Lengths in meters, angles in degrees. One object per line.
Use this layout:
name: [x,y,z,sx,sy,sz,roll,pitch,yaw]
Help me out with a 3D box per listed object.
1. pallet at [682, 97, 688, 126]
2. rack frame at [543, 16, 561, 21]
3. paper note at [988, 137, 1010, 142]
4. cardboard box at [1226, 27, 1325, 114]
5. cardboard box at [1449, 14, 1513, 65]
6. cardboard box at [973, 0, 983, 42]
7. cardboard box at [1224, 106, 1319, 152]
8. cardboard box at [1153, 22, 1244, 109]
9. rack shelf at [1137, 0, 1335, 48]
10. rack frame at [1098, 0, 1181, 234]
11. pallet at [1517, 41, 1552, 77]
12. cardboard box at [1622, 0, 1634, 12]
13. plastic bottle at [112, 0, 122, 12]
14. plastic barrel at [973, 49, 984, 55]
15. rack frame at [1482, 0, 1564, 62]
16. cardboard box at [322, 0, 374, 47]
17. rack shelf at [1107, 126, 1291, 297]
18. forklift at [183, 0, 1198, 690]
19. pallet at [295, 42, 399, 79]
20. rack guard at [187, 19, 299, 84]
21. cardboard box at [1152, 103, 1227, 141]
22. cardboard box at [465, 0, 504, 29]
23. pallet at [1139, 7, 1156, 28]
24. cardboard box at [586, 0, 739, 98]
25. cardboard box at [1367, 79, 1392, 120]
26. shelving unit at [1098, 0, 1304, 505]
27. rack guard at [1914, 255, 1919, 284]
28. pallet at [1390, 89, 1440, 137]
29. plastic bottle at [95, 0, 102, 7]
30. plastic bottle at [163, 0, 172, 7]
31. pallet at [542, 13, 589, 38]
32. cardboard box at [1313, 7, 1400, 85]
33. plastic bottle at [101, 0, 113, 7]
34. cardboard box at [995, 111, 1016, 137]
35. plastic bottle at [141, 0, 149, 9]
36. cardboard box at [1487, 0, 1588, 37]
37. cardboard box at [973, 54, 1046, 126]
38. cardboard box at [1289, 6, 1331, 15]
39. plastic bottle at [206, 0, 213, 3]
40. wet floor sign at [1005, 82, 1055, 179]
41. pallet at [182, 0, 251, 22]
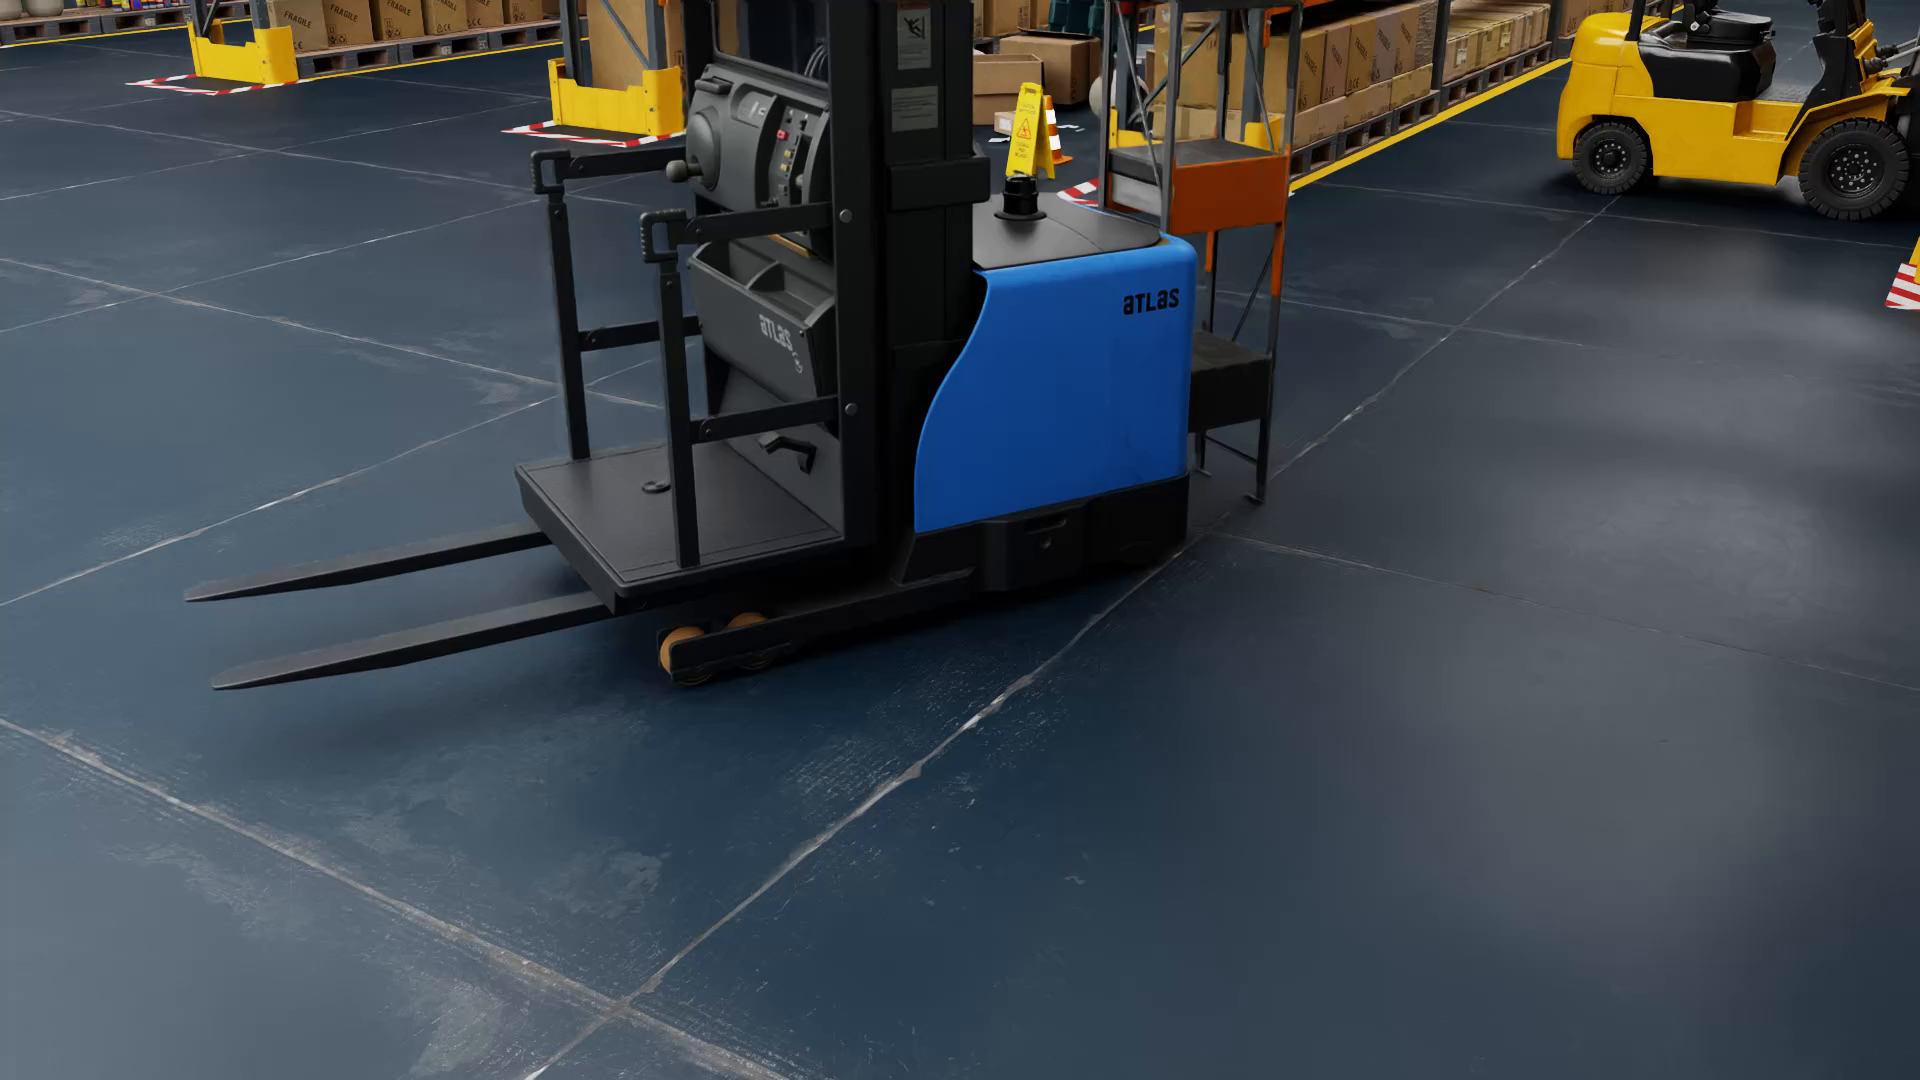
pallet: [-2.406,-3.744,14.134,1.003,0.211,1.213,14,27,29]
rack frame: [-4.811,-7.161,18.517,1.000,3.000,0.127,14,27,29]
paper note: [0.305,-3.108,12.892,0.148,0.019,0.142,5,24,11]
cardboard box: [2.170,-3.232,11.429,0.500,0.500,0.500,13,27,27]
cardboard box: [4.624,-4.727,15.674,0.950,0.372,0.625,15,28,31]
cardboard box: [-0.400,-5.477,16.928,1.050,0.750,0.750,14,27,29]
cardboard box: [2.158,-2.880,11.559,0.500,0.250,0.500,14,27,29]
cardboard box: [1.699,-3.335,11.666,0.500,0.500,0.500,14,27,29]
rack shelf: [2.553,-4.080,12.303,1.077,0.370,4.000,14,27,29]
rack frame: [0.579,-1.067,5.572,0.015,2.100,0.400,-13,26,-27]
pallet: [5.304,-4.892,16.784,1.003,0.211,1.213,14,27,29]
cardboard box: [7.569,-6.776,19.774,0.875,0.875,0.875,15,27,31]
plastic bottle: [-9.908,-6.346,19.513,0.097,0.271,0.097,0,23,0]
plastic barrel: [0.054,-4.201,14.922,0.421,0.421,0.512,-7,24,-17]
rack frame: [5.718,-6.435,16.838,1.000,3.000,0.127,14,27,29]
cardboard box: [-6.292,-5.273,16.773,0.500,0.500,0.500,-20,31,-39]
rack shelf: [0.792,-1.102,5.687,0.480,0.518,0.431,-13,26,-27]
forklift: [-0.776,-1.166,4.755,3.031,2.935,1.130,-13,26,-27]
pallet: [-6.423,-4.824,16.628,1.003,0.211,1.213,14,27,29]
rack guard: [-6.881,-4.690,15.954,1.175,0.500,0.348,14,27,29]
cardboard box: [1.708,-3.003,11.843,0.500,0.250,0.500,14,27,29]
cardboard box: [-5.352,-5.886,18.188,0.500,0.500,0.500,-18,29,-36]
pallet: [1.872,-6.422,20.318,1.003,0.211,1.213,14,27,29]
cardboard box: [-2.459,-4.198,13.818,0.875,0.875,0.875,14,27,29]
cardboard box: [2.980,-3.407,12.777,0.500,0.250,0.500,14,27,30]
shelving unit: [0.792,-1.115,5.682,0.503,2.100,0.431,-13,26,-27]
rack guard: [5.704,-1.541,8.679,1.175,0.500,0.348,14,27,29]
pallet: [3.283,-3.571,13.733,1.003,0.211,1.213,14,27,29]
plastic bottle: [-10.377,-6.592,20.077,0.152,0.276,0.135,14,27,29]
plastic bottle: [-9.568,-6.564,20.017,0.097,0.271,0.097,0,23,0]
pallet: [-4.402,-6.145,19.679,1.003,0.211,1.213,14,27,29]
cardboard box: [2.989,-3.759,12.647,0.500,0.500,0.500,15,28,32]
plastic bottle: [-10.286,-6.574,20.025,0.061,0.283,0.133,14,27,29]
cardboard box: [0.473,-3.292,13.167,0.250,0.149,0.380,-12,26,-26]
plastic bottle: [-9.727,-6.462,19.781,0.097,0.271,0.097,0,23,0]
cardboard box: [6.153,-5.868,17.675,0.875,0.875,0.875,14,27,28]
cardboard box: [0.273,-3.712,13.692,0.797,0.503,0.637,-3,24,-7]
cardboard box: [2.520,-3.859,12.878,0.500,0.500,0.500,15,28,32]
plastic bottle: [-9.266,-6.749,20.429,0.061,0.283,0.133,16,28,32]
wet floor sign: [0.489,-2.814,11.439,0.232,0.644,0.267,-17,29,-35]
pallet: [-9.409,-6.702,20.965,1.003,0.211,1.213,14,27,29]
